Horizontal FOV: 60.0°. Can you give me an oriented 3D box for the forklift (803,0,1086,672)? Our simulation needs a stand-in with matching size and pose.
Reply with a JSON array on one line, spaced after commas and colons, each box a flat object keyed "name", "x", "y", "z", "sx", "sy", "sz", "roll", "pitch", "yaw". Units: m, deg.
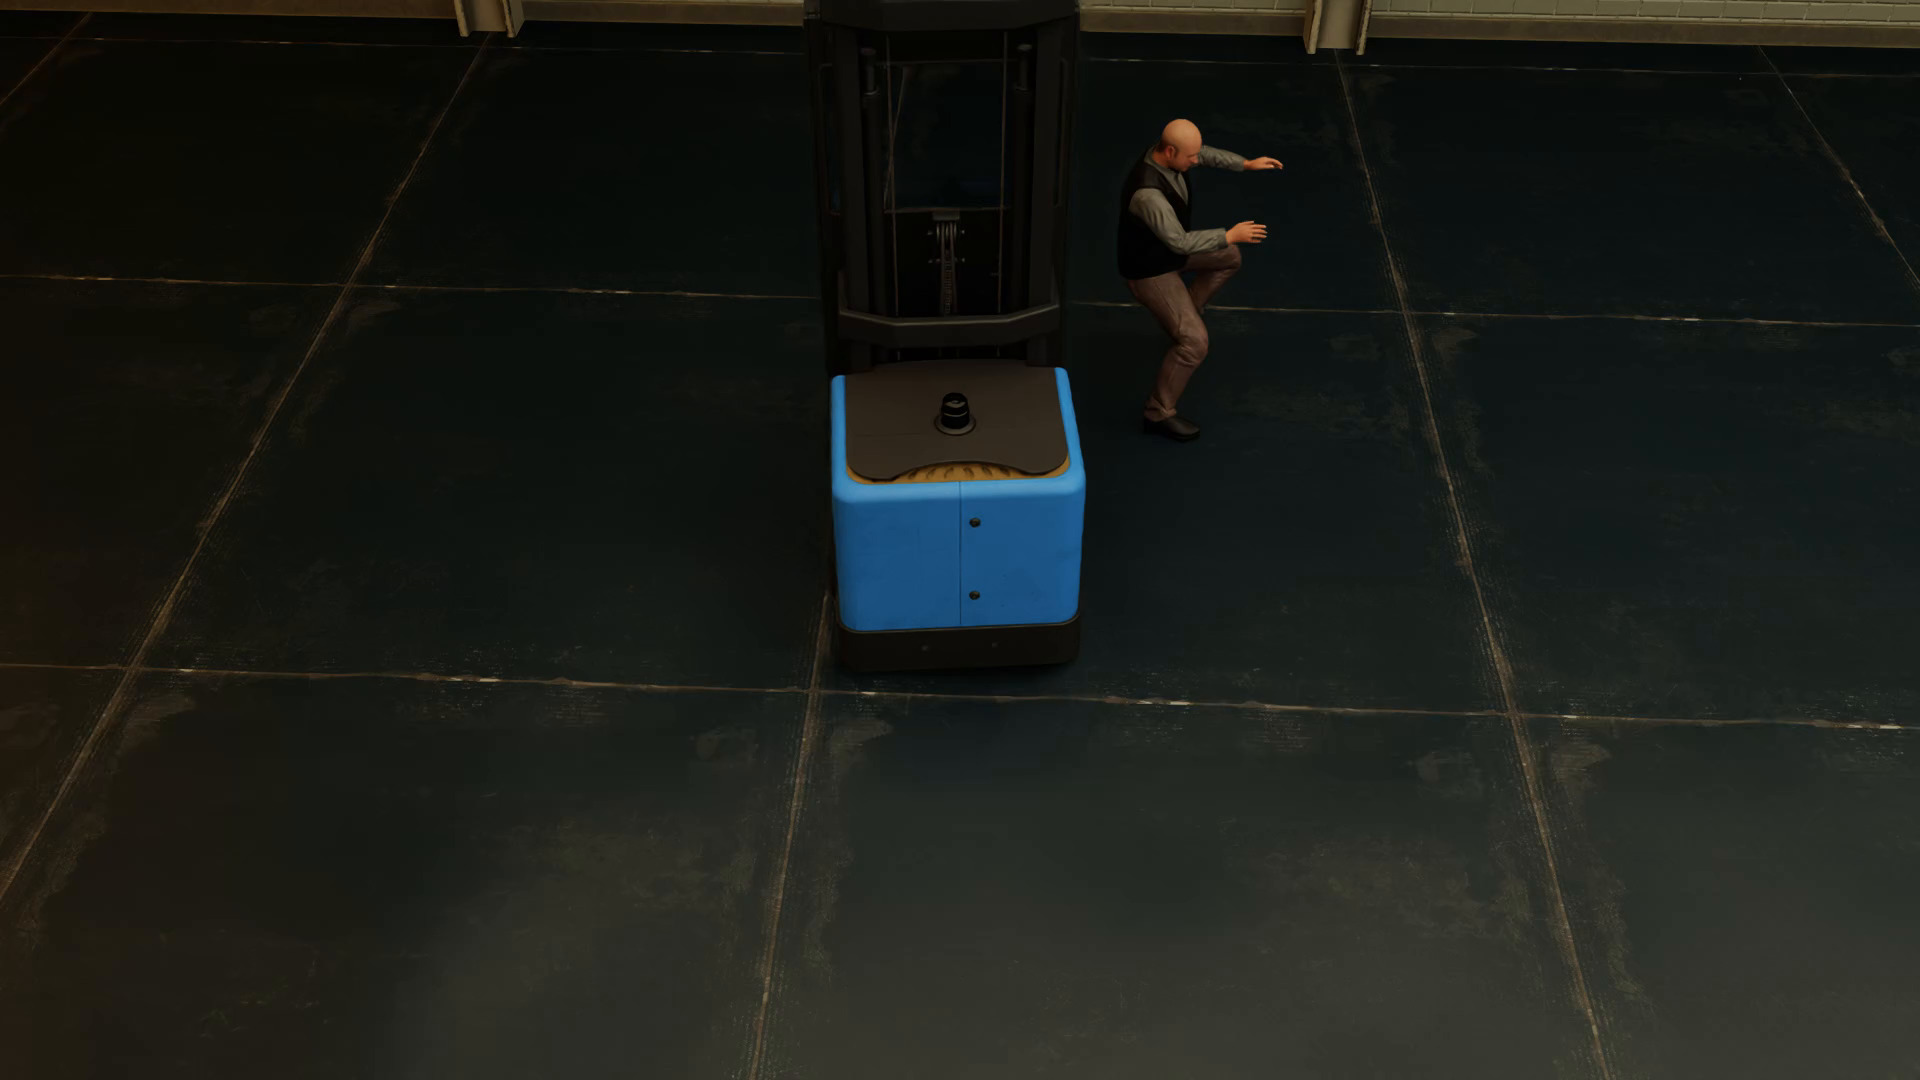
[{"name": "forklift", "x": -0.087, "y": -1.495, "z": 7.380, "sx": 1.130, "sy": 2.935, "sz": 3.031, "roll": -2, "pitch": 42, "yaw": -3}]

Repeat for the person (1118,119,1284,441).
[{"name": "person", "x": 1.155, "y": -1.399, "z": 8.315, "sx": 0.761, "sy": 1.511, "sz": 0.956, "roll": 15, "pitch": 45, "yaw": 16}]
